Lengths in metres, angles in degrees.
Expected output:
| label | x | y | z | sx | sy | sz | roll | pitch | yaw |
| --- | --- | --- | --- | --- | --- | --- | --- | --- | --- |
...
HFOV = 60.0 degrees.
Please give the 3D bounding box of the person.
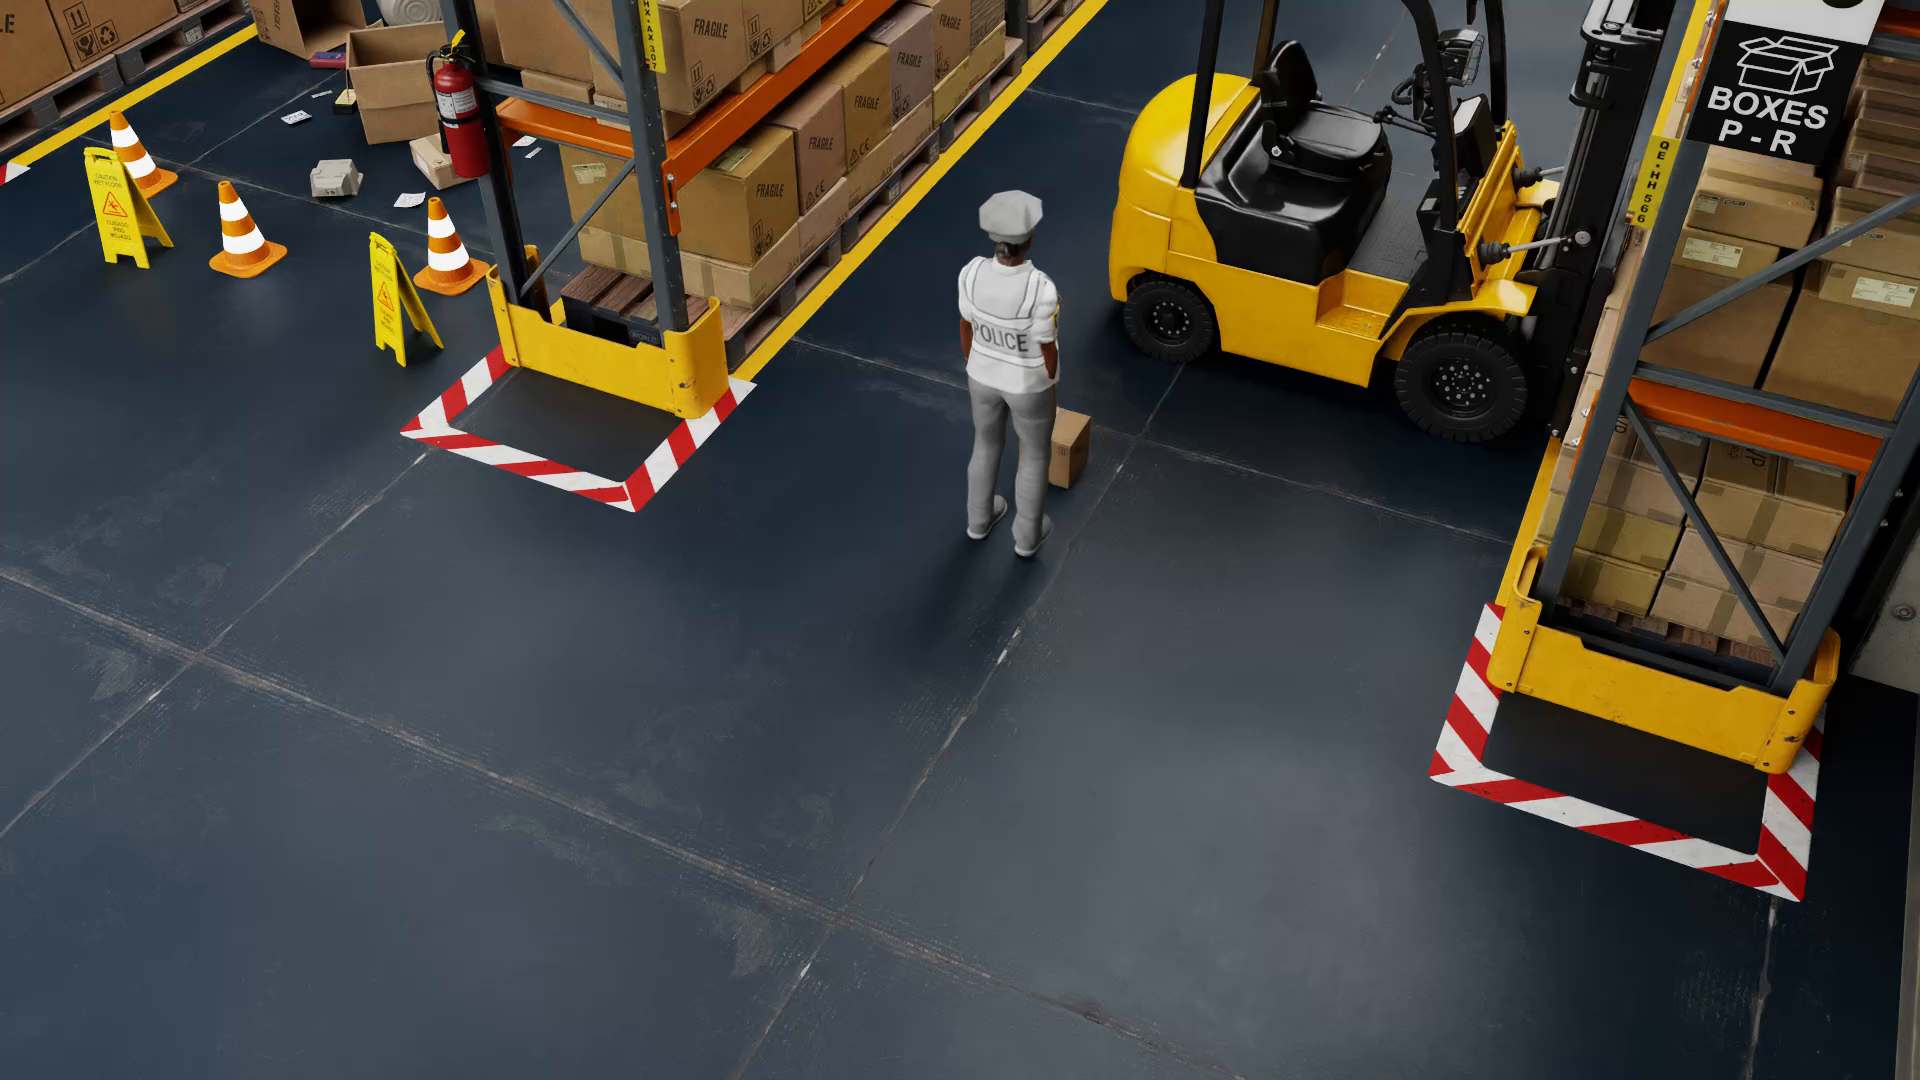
| label | x | y | z | sx | sy | sz | roll | pitch | yaw |
| --- | --- | --- | --- | --- | --- | --- | --- | --- | --- |
| person | 0.198 | -0.656 | 6.900 | 0.441 | 1.656 | 0.337 | 18 | 45 | 19 |
